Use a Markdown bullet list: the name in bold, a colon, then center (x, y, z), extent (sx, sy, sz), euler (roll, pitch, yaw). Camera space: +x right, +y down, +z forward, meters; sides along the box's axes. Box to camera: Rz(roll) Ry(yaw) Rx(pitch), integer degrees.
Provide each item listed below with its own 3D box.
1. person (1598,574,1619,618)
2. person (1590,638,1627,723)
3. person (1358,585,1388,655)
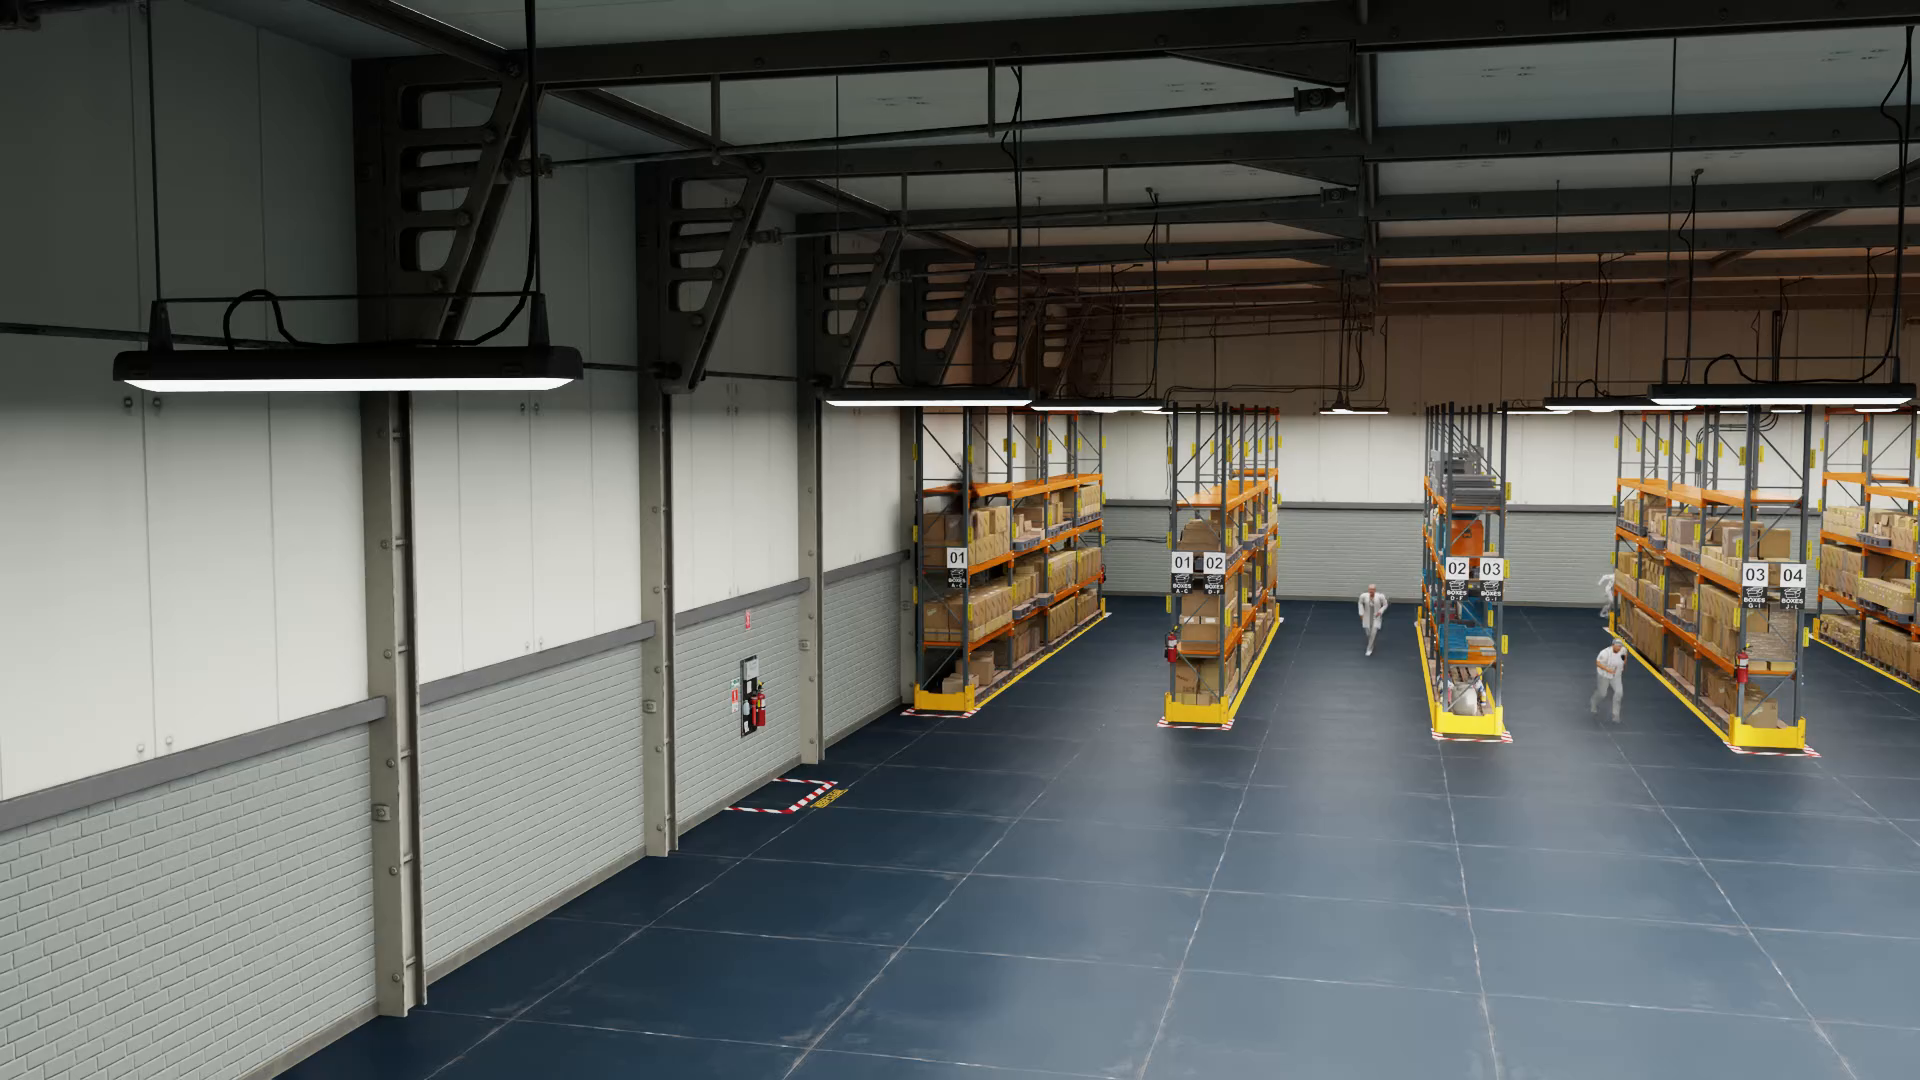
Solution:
- **person**: center (18.482, 1.508, 46.999), extent (0.589, 1.446, 1.020), euler (-1, 4, -7)
- **person**: center (12.317, 2.625, 31.592), extent (0.653, 1.629, 1.023), euler (-1, 4, -10)
- **person**: center (9.975, 1.910, 40.181), extent (0.697, 1.714, 0.752), euler (1, 4, 15)
